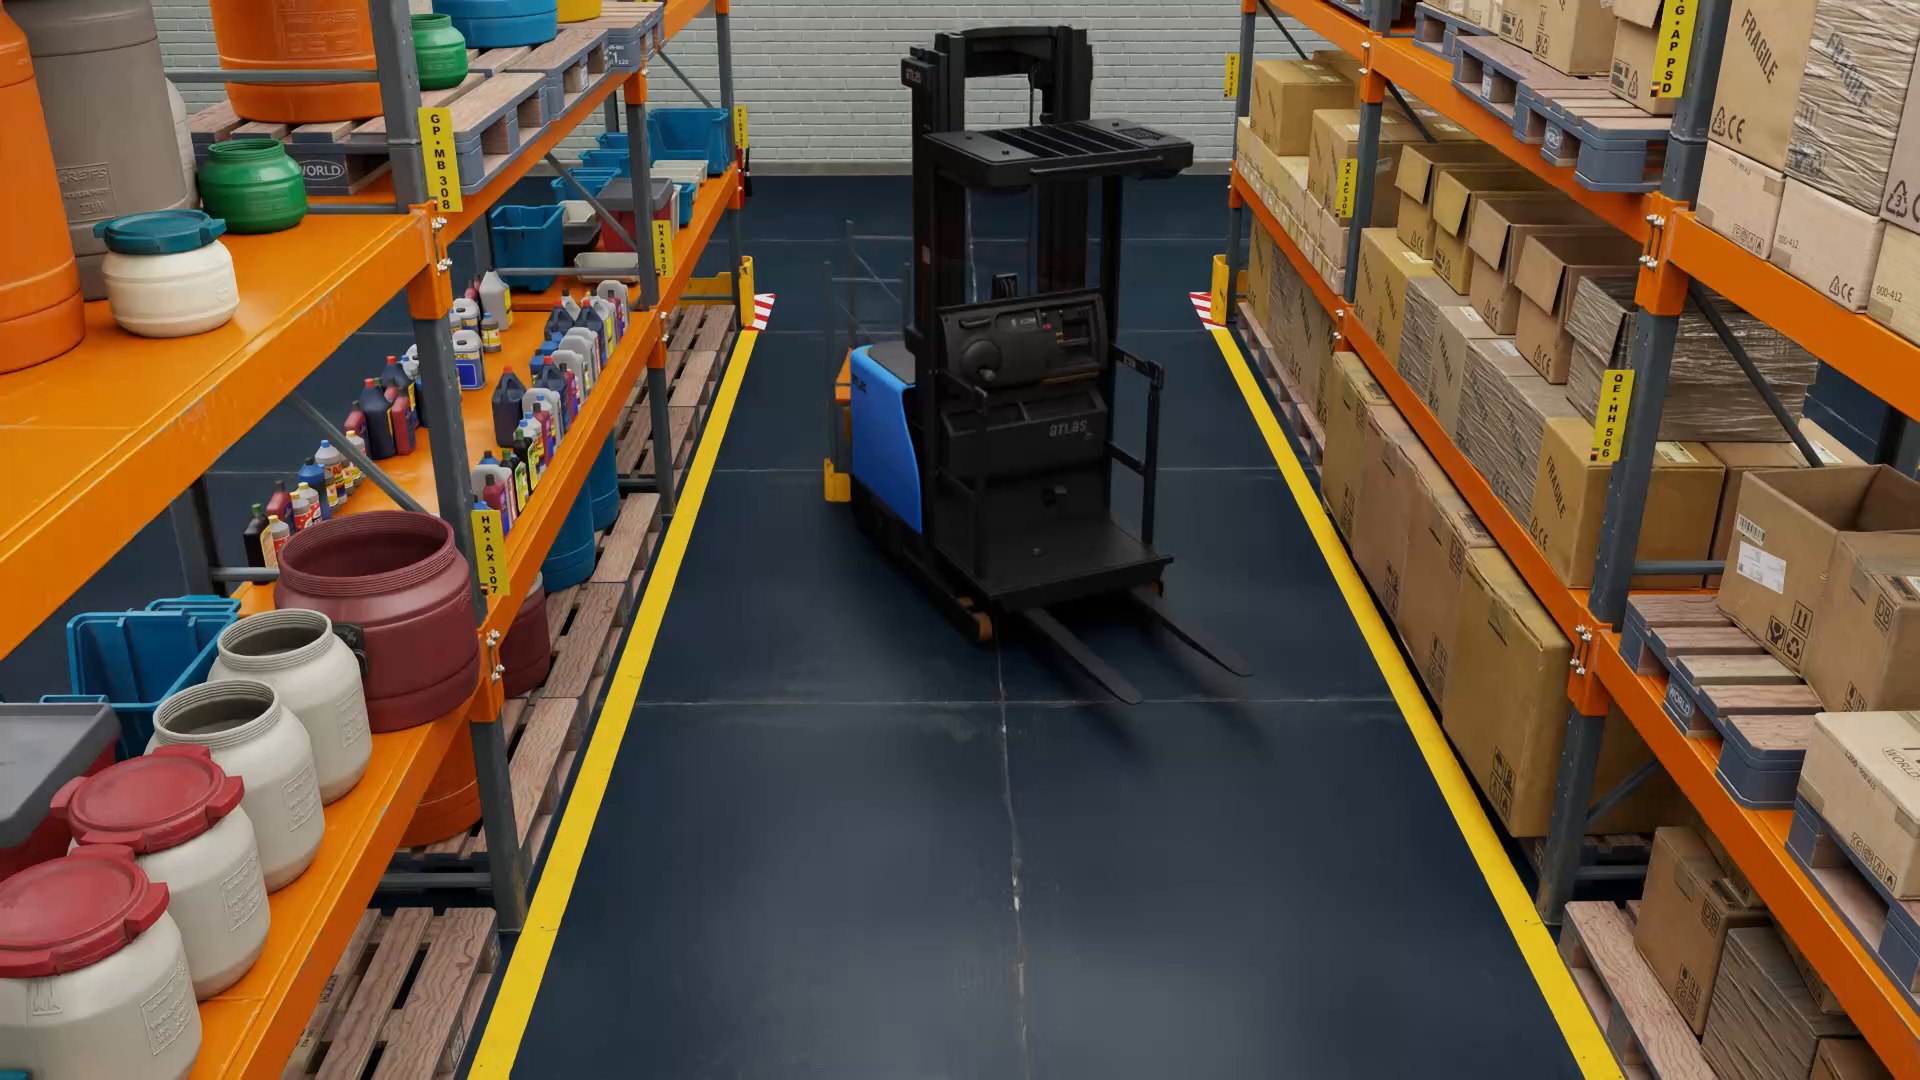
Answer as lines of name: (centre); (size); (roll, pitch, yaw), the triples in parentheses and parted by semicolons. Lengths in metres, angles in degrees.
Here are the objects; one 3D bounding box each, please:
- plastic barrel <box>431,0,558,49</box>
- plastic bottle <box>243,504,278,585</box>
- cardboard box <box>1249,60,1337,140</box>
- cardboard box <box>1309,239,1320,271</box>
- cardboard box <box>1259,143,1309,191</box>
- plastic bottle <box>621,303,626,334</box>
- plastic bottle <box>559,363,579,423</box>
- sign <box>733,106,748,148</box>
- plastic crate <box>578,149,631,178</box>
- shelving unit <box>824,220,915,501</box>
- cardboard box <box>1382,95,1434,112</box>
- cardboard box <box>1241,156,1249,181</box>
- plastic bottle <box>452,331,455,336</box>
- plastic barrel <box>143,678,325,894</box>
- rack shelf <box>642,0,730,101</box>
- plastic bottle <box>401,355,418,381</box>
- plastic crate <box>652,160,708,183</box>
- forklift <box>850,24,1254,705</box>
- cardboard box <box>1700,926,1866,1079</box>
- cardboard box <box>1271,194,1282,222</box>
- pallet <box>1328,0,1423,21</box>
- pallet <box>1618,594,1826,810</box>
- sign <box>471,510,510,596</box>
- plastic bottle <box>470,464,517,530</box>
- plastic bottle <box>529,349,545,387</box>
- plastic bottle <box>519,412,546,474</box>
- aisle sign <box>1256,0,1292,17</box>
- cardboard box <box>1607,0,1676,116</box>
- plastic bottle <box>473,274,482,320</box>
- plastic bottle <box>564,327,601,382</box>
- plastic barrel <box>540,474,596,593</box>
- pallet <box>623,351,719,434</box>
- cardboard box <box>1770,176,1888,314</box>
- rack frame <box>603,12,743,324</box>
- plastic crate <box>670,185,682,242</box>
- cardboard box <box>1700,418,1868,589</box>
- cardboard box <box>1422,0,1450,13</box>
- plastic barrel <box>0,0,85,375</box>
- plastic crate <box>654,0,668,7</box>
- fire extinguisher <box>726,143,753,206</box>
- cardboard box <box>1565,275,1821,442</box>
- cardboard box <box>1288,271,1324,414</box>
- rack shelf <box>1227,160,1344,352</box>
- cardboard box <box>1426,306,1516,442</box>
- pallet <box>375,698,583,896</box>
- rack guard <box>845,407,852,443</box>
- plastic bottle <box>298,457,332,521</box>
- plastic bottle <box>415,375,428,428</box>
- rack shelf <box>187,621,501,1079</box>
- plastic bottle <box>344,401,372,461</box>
plastic barrel: (-2.061, -2.606, 7.113); (0.600, 0.901, 0.708); (0, 24, -1)
plastic bottle: (-2.620, 0.015, 6.219); (0.061, 0.283, 0.133); (0, 24, -1)
cardboard box: (2.417, -3.196, 12.088); (0.500, 0.500, 0.500); (-1, 24, -2)
cardboard box: (2.383, -1.766, 10.319); (0.380, 0.149, 0.250); (-1, 24, -1)
cardboard box: (2.426, -2.639, 11.766); (0.500, 0.250, 0.500); (-1, 24, -2)
plastic bottle: (-1.877, -1.223, 9.054); (0.097, 0.201, 0.097); (0, 24, 0)
plastic bottle: (-1.844, -0.703, 7.806); (0.061, 0.283, 0.133); (0, 24, -1)
sign: (-1.727, -3.254, 13.106); (0.100, 0.325, 0.005); (0, 24, -1)
plastic crate: (-2.596, -2.747, 12.313); (0.416, 0.233, 0.300); (0, 24, -1)
shelving unit: (-0.509, -1.141, 10.452); (0.587, 1.500, 1.083); (2, 24, 3)
cardboard box: (2.962, -2.569, 10.701); (0.500, 0.500, 0.500); (-1, 24, -2)
cardboard box: (2.354, -2.824, 12.660); (0.380, 0.149, 0.250); (-1, 24, -1)
plastic bottle: (-2.630, -1.000, 8.562); (0.097, 0.201, 0.097); (0, 24, 0)
plastic barrel: (-1.960, 0.672, 4.488); (0.421, 0.512, 0.421); (0, 24, 0)
rack shelf: (-2.255, -3.385, 10.827); (1.077, 0.370, 4.000); (0, 24, -1)
plastic bottle: (-2.622, -0.746, 7.915); (0.097, 0.271, 0.097); (0, 24, 0)
plastic crate: (-2.087, -2.742, 12.420); (0.396, 0.136, 0.243); (0, 24, -1)
forklift: (0.433, -1.007, 8.421); (1.130, 2.935, 3.031); (-11, 27, -23)
cardboard box: (2.810, 1.547, 5.189); (0.700, 0.500, 0.500); (-2, 24, -5)
cardboard box: (2.368, -2.296, 11.492); (0.380, 0.149, 0.250); (-1, 24, -2)
pallet: (2.721, -3.207, 9.670); (1.003, 0.211, 1.213); (0, 24, -1)
pallet: (2.878, 0.485, 5.271); (1.213, 0.211, 1.003); (0, 24, -1)
sign: (-1.639, 0.047, 5.809); (0.100, 0.325, 0.005); (0, 24, -1)
plastic bottle: (-1.876, -0.187, 6.675); (0.152, 0.276, 0.135); (0, 24, -1)
plastic bottle: (-2.016, -0.785, 8.001); (0.097, 0.271, 0.097); (0, 24, 0)
plastic bottle: (-1.855, -0.423, 7.202); (0.097, 0.271, 0.097); (0, 24, 0)
aisle sign: (2.375, -4.405, 12.695); (0.394, 0.787, 0.004); (0, 24, -1)
cardboard box: (2.685, -1.752, 5.709); (0.797, 0.503, 0.637); (1, 24, 3)
plastic bottle: (-2.655, -1.316, 9.160); (0.061, 0.283, 0.133); (0, 24, -1)
plastic bottle: (-1.896, -0.946, 8.352); (0.152, 0.276, 0.135); (0, 24, -1)
plastic barrel: (-2.236, -0.241, 8.680); (0.600, 0.901, 0.708); (0, 24, -1)
pallet: (-2.296, -1.058, 11.833); (1.003, 0.211, 1.213); (0, 24, -1)
cardboard box: (2.519, -0.788, 4.394); (0.500, 0.250, 0.500); (0, 24, 1)
rack frame: (-2.277, -3.170, 13.119); (1.000, 3.000, 0.127); (0, 24, -1)
plastic crate: (-2.065, -2.125, 10.880); (0.437, 0.282, 0.530); (0, 24, -1)
cardboard box: (3.030, -0.143, 6.304); (0.500, 0.500, 0.500); (0, 24, 1)
cardboard box: (2.736, -2.909, 8.270); (0.700, 0.500, 0.500); (0, 24, 1)
plastic barrel: (-2.390, -0.827, 3.777); (0.600, 0.830, 0.708); (0, 24, -1)
plastic crate: (-1.972, -3.342, 10.018); (0.497, 0.269, 0.590); (0, 24, -1)
fire extinguisher: (-1.824, -3.029, 13.354); (0.296, 0.674, 0.183); (0, 24, -1)
cardboard box: (2.772, -0.700, 6.319); (0.797, 0.503, 0.637); (1, 24, 1)
cardboard box: (2.783, -1.410, 11.297); (0.875, 0.875, 0.875); (0, 24, -1)
rack shelf: (2.698, -2.040, 11.494); (1.077, 0.370, 4.000); (0, 24, -1)
cardboard box: (2.497, -0.773, 7.697); (0.500, 0.500, 0.500); (0, 24, 0)
pallet: (-2.240, 1.072, 7.123); (1.003, 0.211, 1.213); (0, 24, -1)
rack guard: (-0.476, -0.776, 11.163); (0.587, 0.250, 0.087); (2, 24, 3)
plastic bottle: (-2.608, -0.203, 6.714); (0.097, 0.271, 0.097); (0, 24, 0)
plastic bottle: (-2.476, -0.666, 7.739); (0.097, 0.271, 0.097); (0, 24, 0)
rack shelf: (-2.167, 1.278, 4.156); (1.077, 0.370, 4.000); (0, 24, -1)
plastic bottle: (-2.633, -0.456, 7.260); (0.061, 0.283, 0.133); (0, 24, -1)
